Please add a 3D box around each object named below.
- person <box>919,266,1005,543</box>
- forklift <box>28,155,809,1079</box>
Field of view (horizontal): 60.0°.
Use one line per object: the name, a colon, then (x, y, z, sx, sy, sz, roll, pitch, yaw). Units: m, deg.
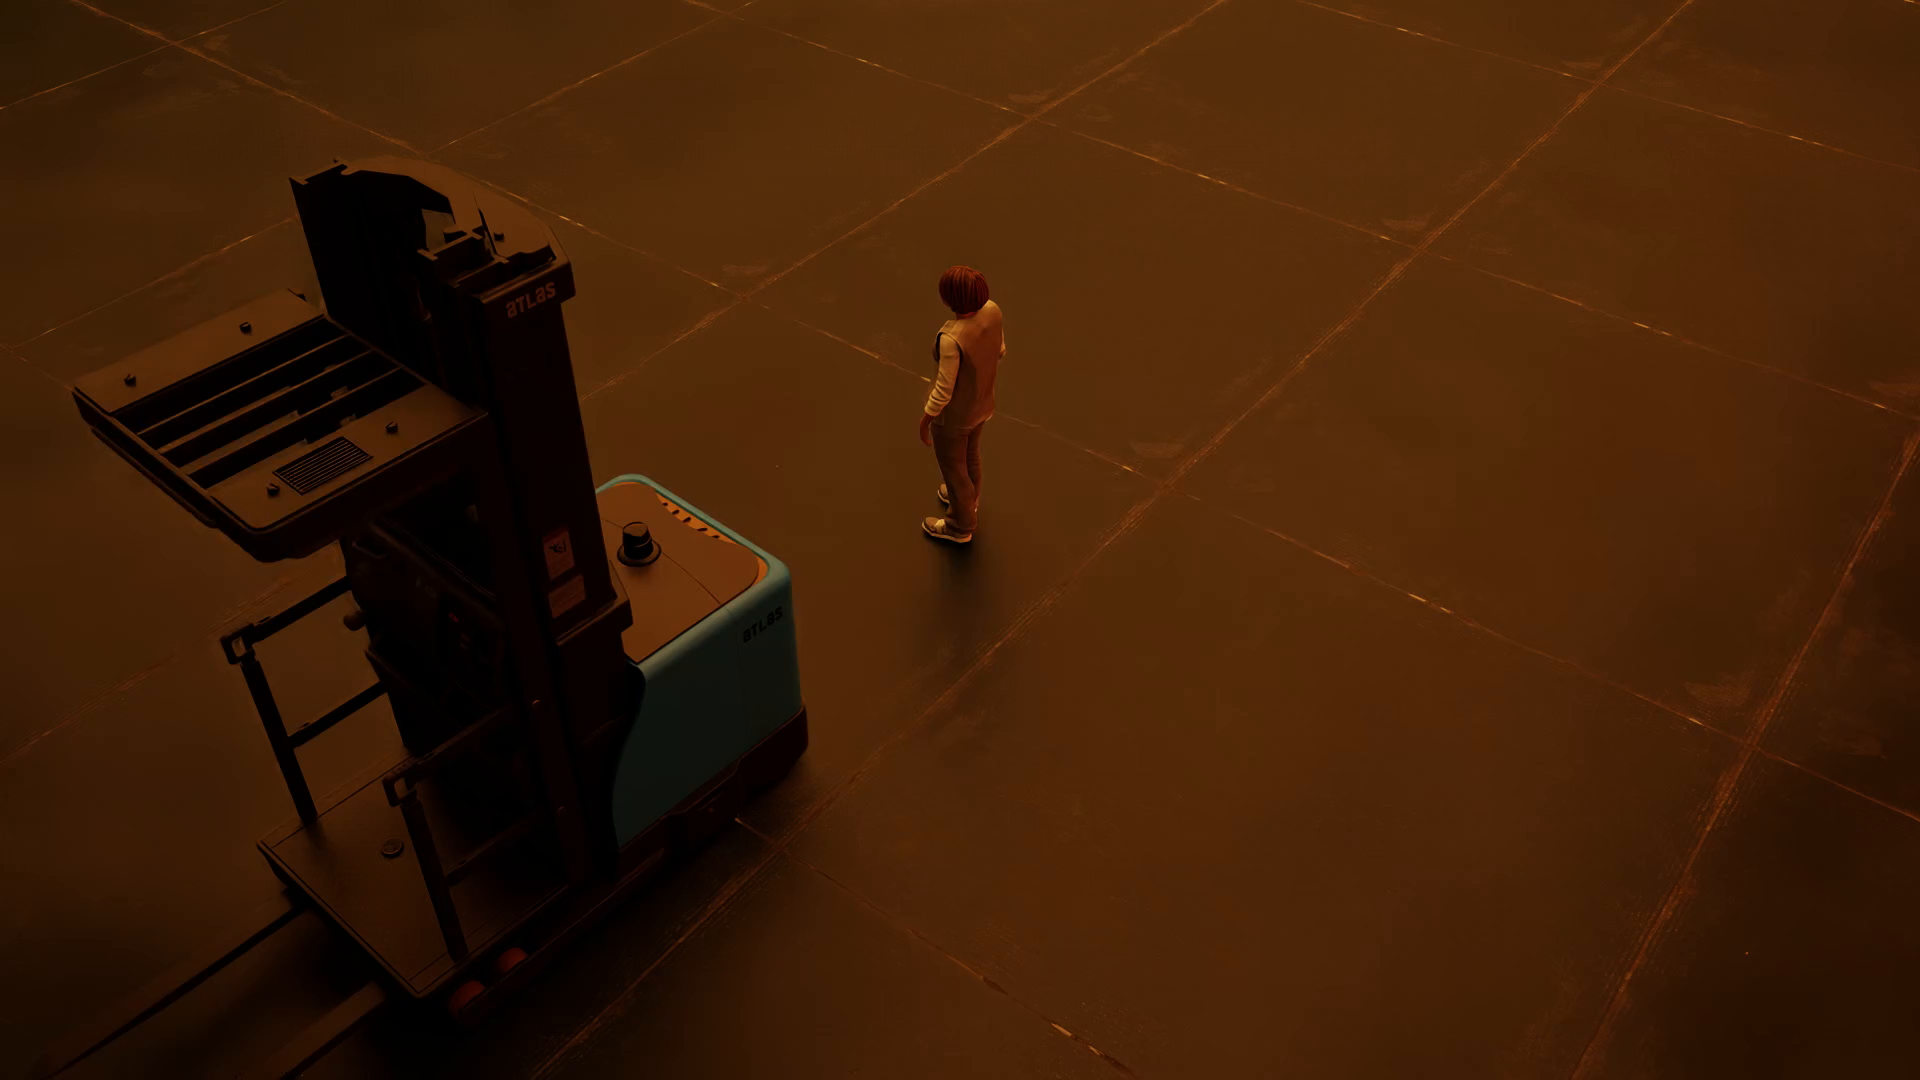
person: (-0.050, -0.649, 7.853, 0.475, 1.596, 0.521, 26, 47, 28)
forklift: (-2.007, 0.320, 5.699, 1.130, 2.935, 3.031, 30, 49, 30)
